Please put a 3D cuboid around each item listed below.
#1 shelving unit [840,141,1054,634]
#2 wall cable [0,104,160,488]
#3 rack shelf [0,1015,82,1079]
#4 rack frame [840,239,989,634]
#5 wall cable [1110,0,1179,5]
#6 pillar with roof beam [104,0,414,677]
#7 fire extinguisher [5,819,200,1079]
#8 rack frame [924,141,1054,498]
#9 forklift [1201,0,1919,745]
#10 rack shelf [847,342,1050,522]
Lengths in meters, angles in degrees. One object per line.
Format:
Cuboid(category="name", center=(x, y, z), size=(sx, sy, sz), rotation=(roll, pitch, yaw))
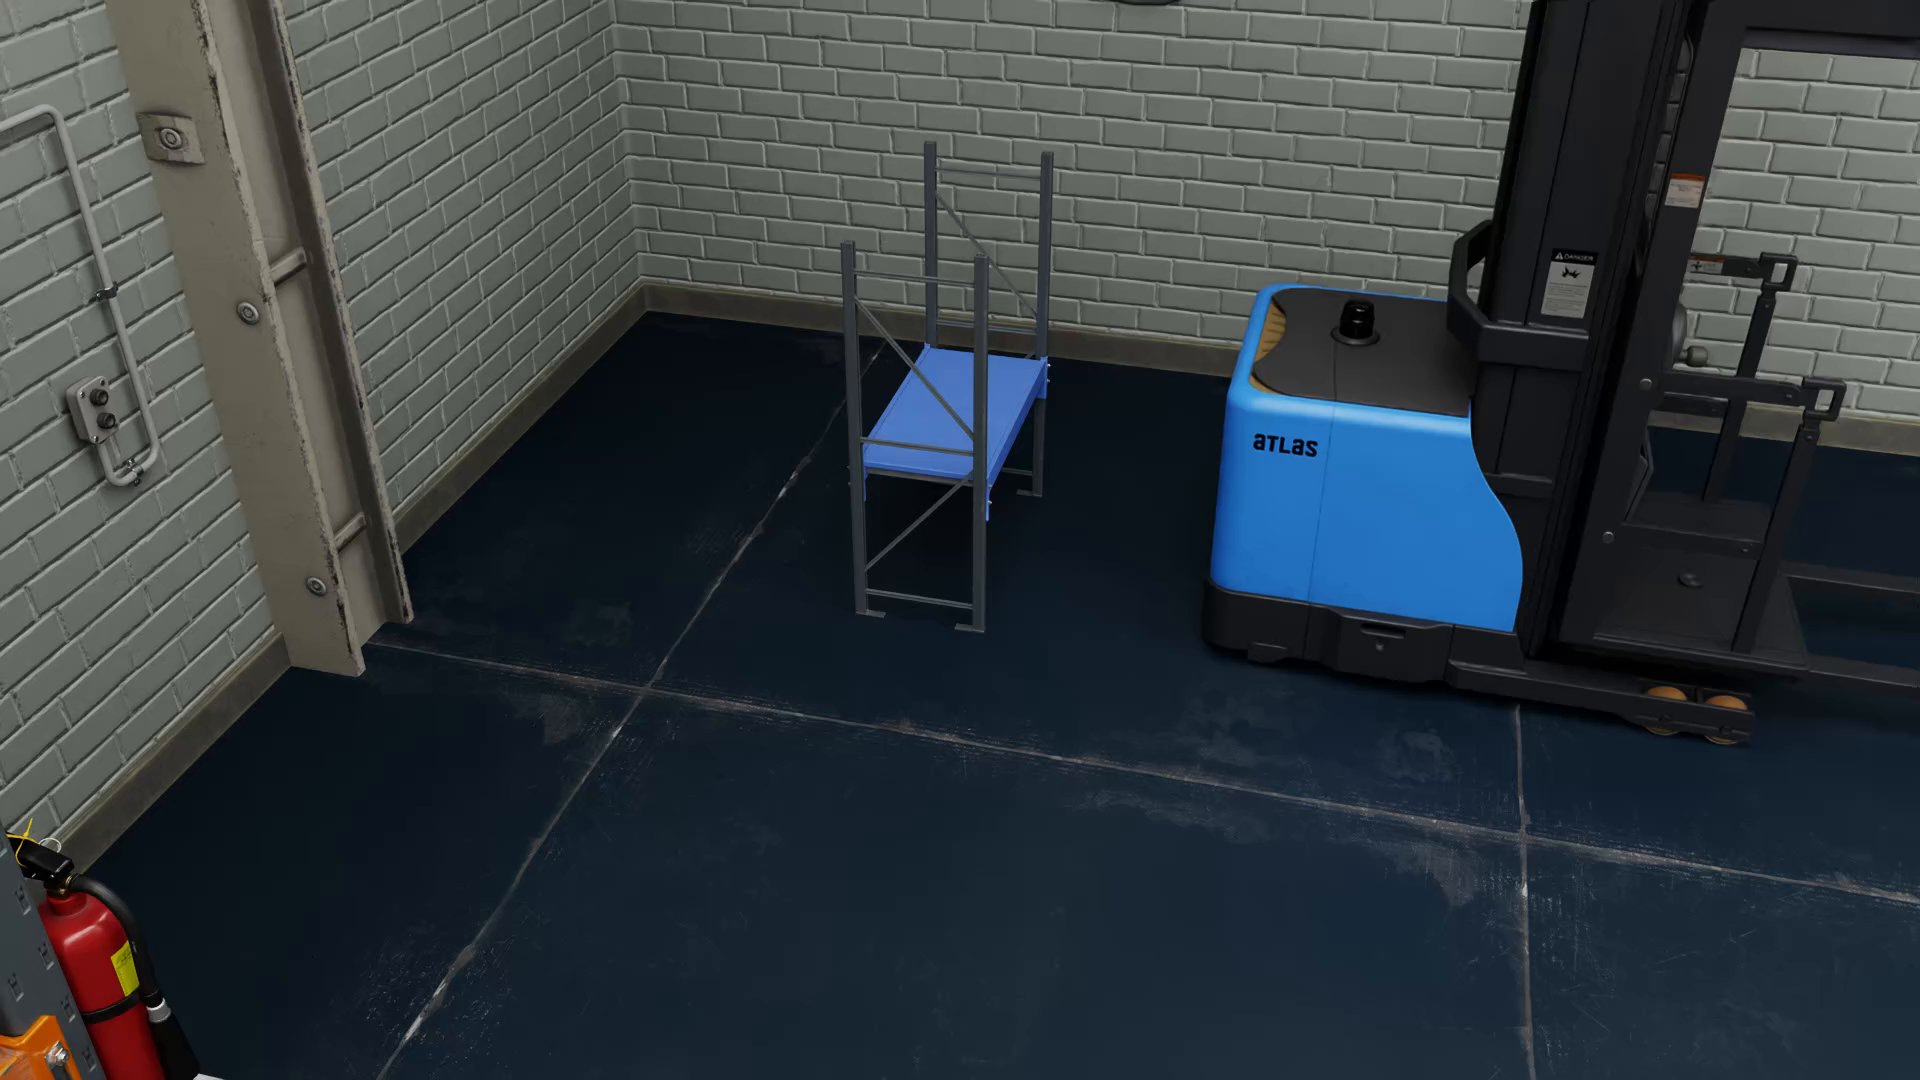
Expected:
Cuboid(category="shelving unit", center=(-0.022, -0.589, 6.278), size=(0.538, 1.500, 1.048), rotation=(8, 33, 12))
Cuboid(category="wall cable", center=(-2.701, -0.600, 3.951), size=(0.084, 1.984, 1.851), rotation=(8, 33, 12))
Cuboid(category="rack shelf", center=(-2.618, 1.963, 1.536), size=(1.077, 0.370, 4.000), rotation=(8, 33, 12))
Cuboid(category="rack frame", center=(-0.151, -0.325, 5.863), size=(0.500, 1.500, 0.032), rotation=(8, 33, 12))
Cuboid(category="wall cable", center=(-0.330, -3.486, 6.740), size=(3.097, 2.526, 0.112), rotation=(8, 33, 12))
Cuboid(category="pillar with roof beam", center=(1.902, -2.843, 2.834), size=(9.100, 9.000, 0.400), rotation=(8, 33, 12))
Cuboid(category="fire extinguisher", center=(-1.626, 0.796, 3.121), size=(0.296, 0.674, 0.183), rotation=(8, 33, 12))
Cuboid(category="rack frame", center=(0.107, -0.852, 6.693), size=(0.500, 1.500, 0.032), rotation=(8, 33, 12))
Cuboid(category="forklift", center=(2.457, -0.859, 5.369), size=(3.031, 2.935, 1.130), rotation=(8, 33, 13))
Cuboid(category="rack shelf", center=(-0.022, -0.437, 6.375), size=(0.538, 0.185, 1.000), rotation=(8, 33, 12))
